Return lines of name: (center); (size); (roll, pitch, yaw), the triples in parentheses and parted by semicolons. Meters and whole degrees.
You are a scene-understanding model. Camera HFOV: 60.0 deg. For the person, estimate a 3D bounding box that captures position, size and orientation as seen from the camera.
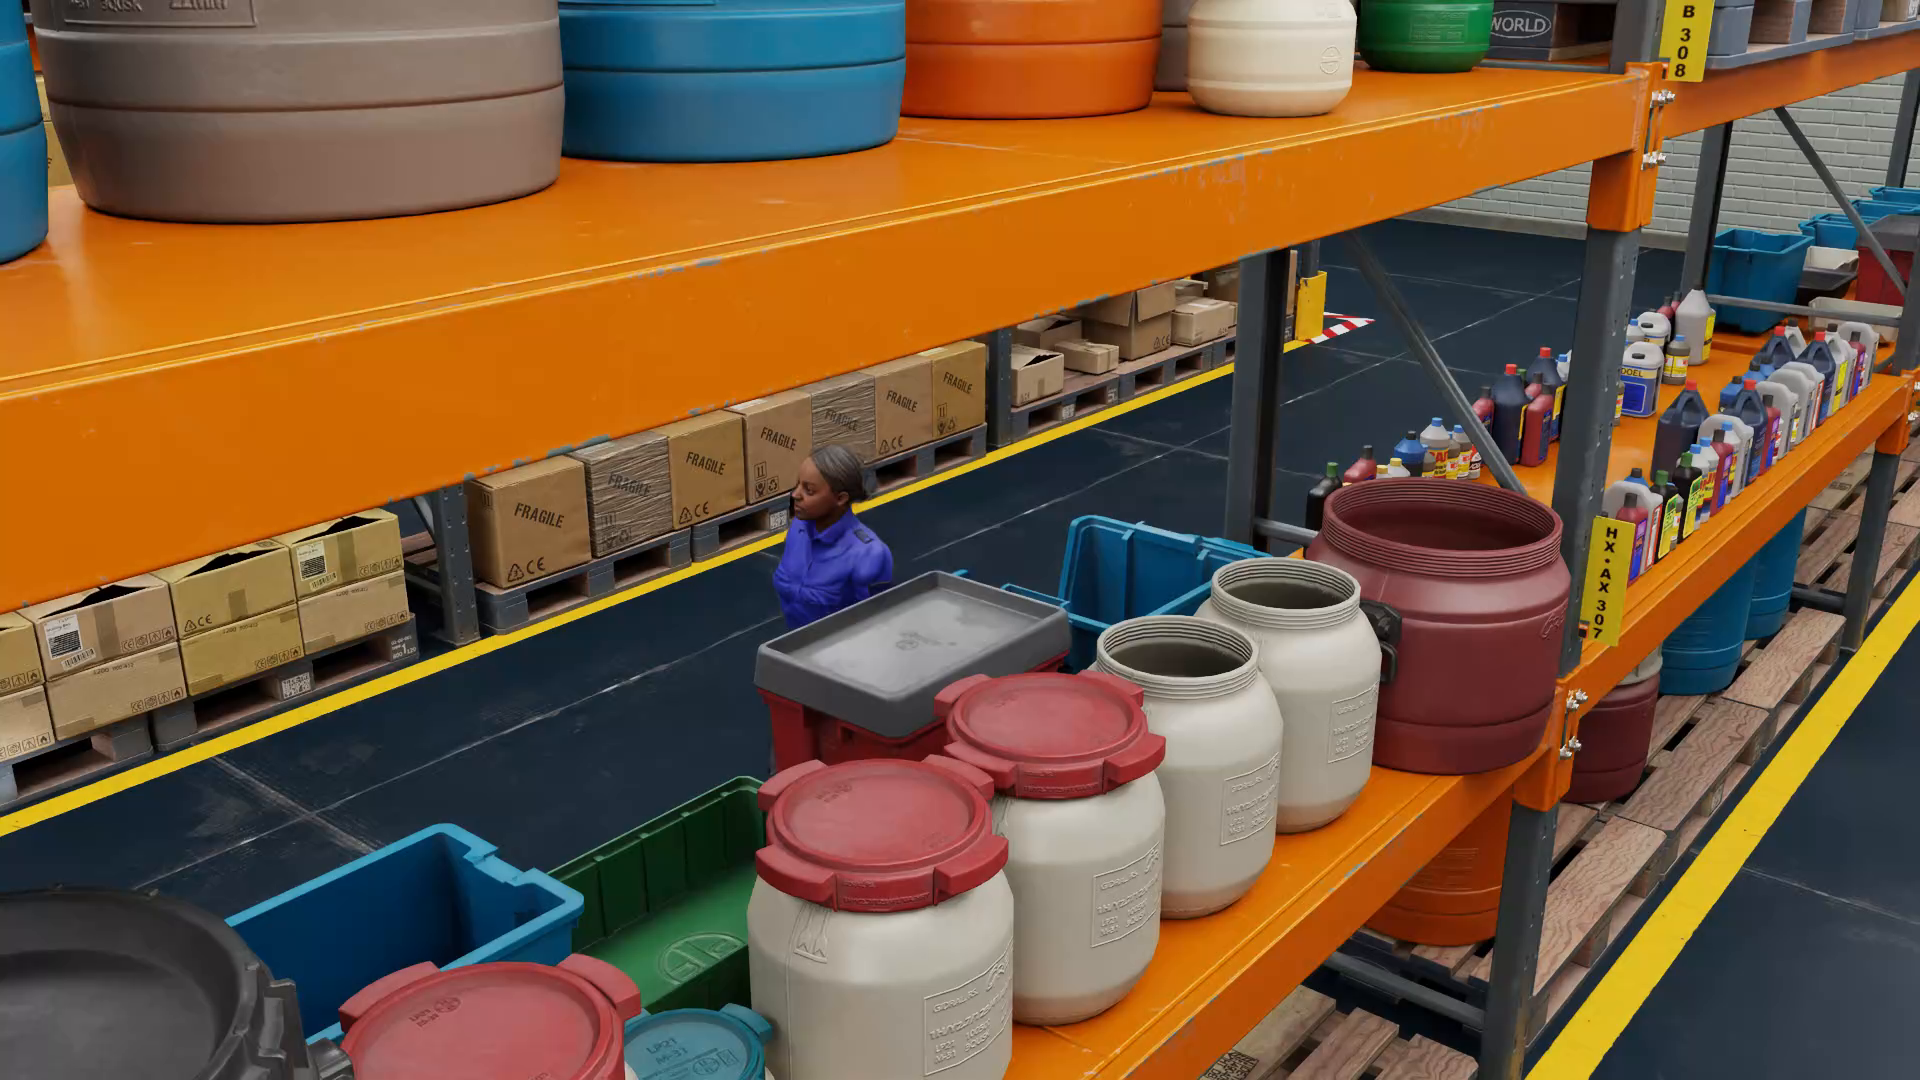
person: (-0.341, 0.459, 5.306); (0.488, 1.645, 0.480); (-18, 27, -40)
